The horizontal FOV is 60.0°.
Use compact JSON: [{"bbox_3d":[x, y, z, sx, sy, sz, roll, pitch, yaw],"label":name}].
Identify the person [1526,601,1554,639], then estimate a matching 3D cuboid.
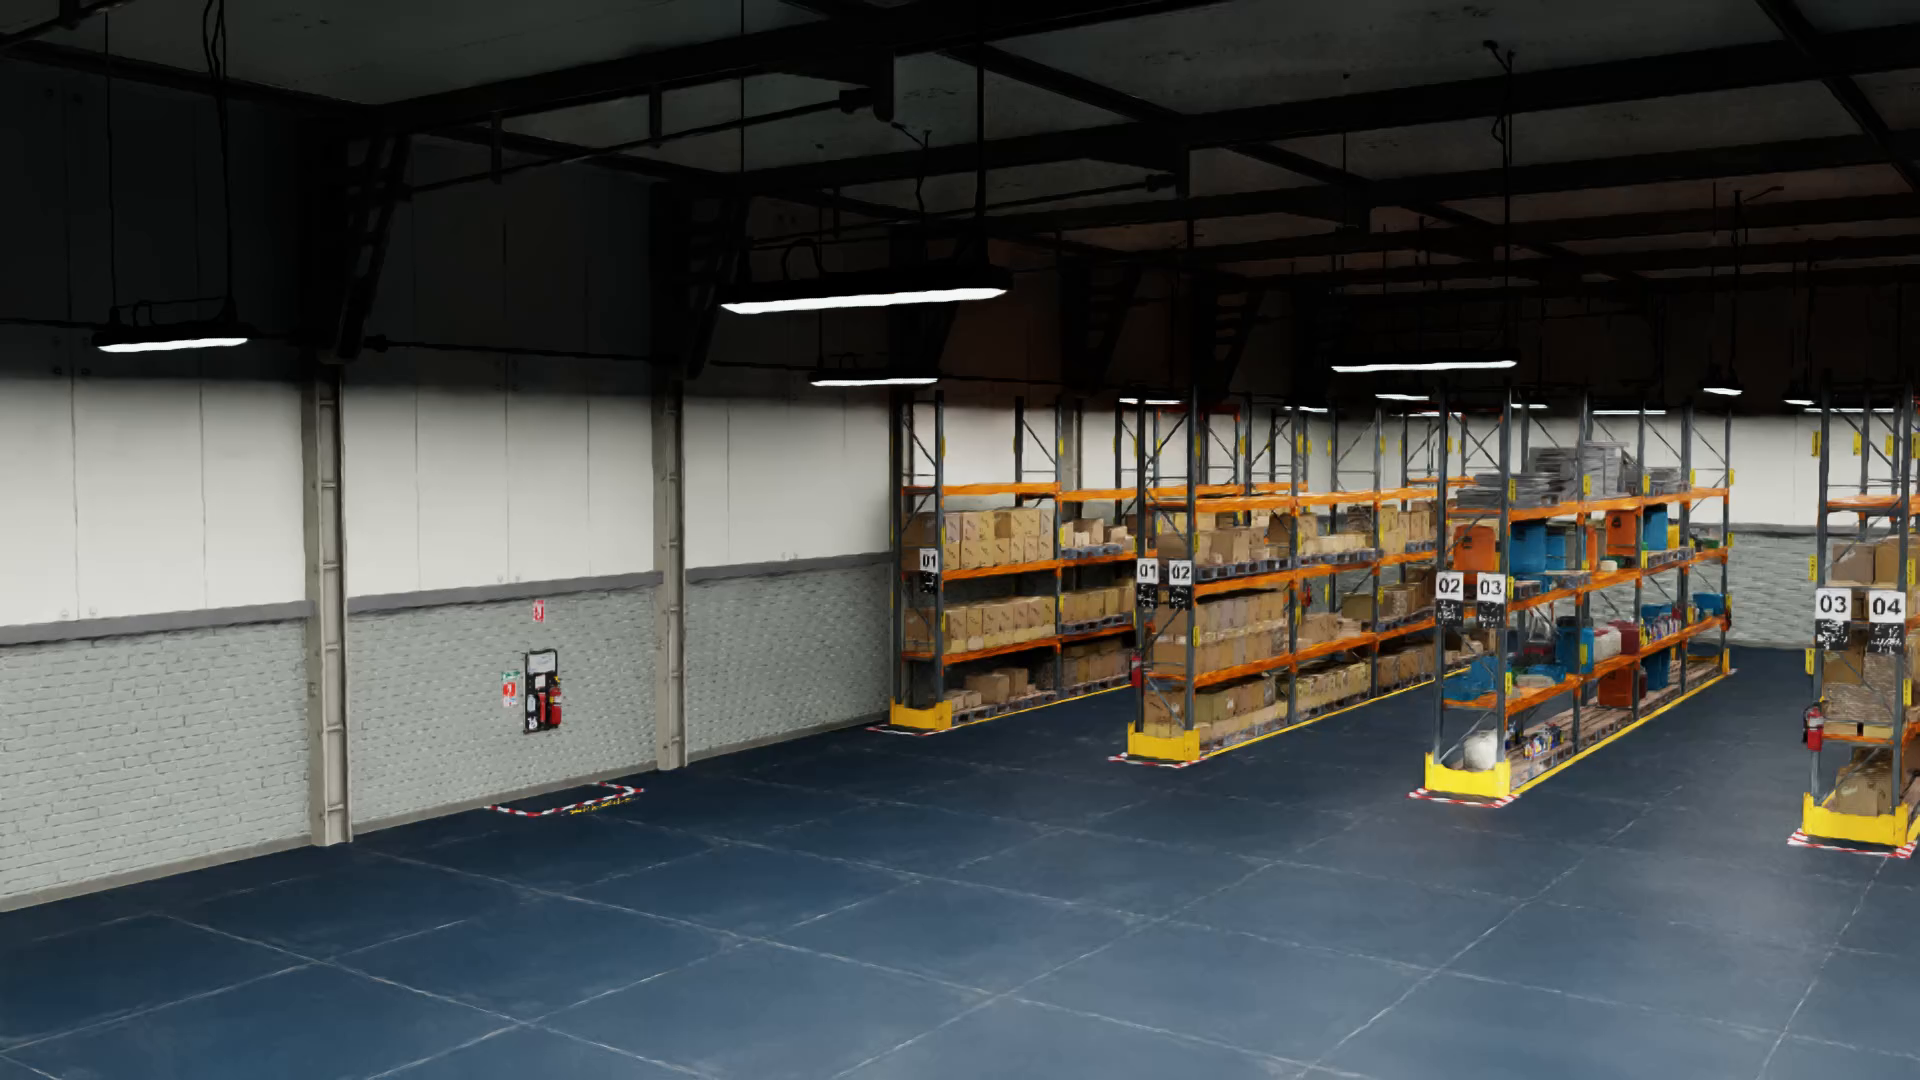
[{"bbox_3d":[14.302,1.835,41.045,0.712,1.696,0.831,1,3,17],"label":"person"}]
